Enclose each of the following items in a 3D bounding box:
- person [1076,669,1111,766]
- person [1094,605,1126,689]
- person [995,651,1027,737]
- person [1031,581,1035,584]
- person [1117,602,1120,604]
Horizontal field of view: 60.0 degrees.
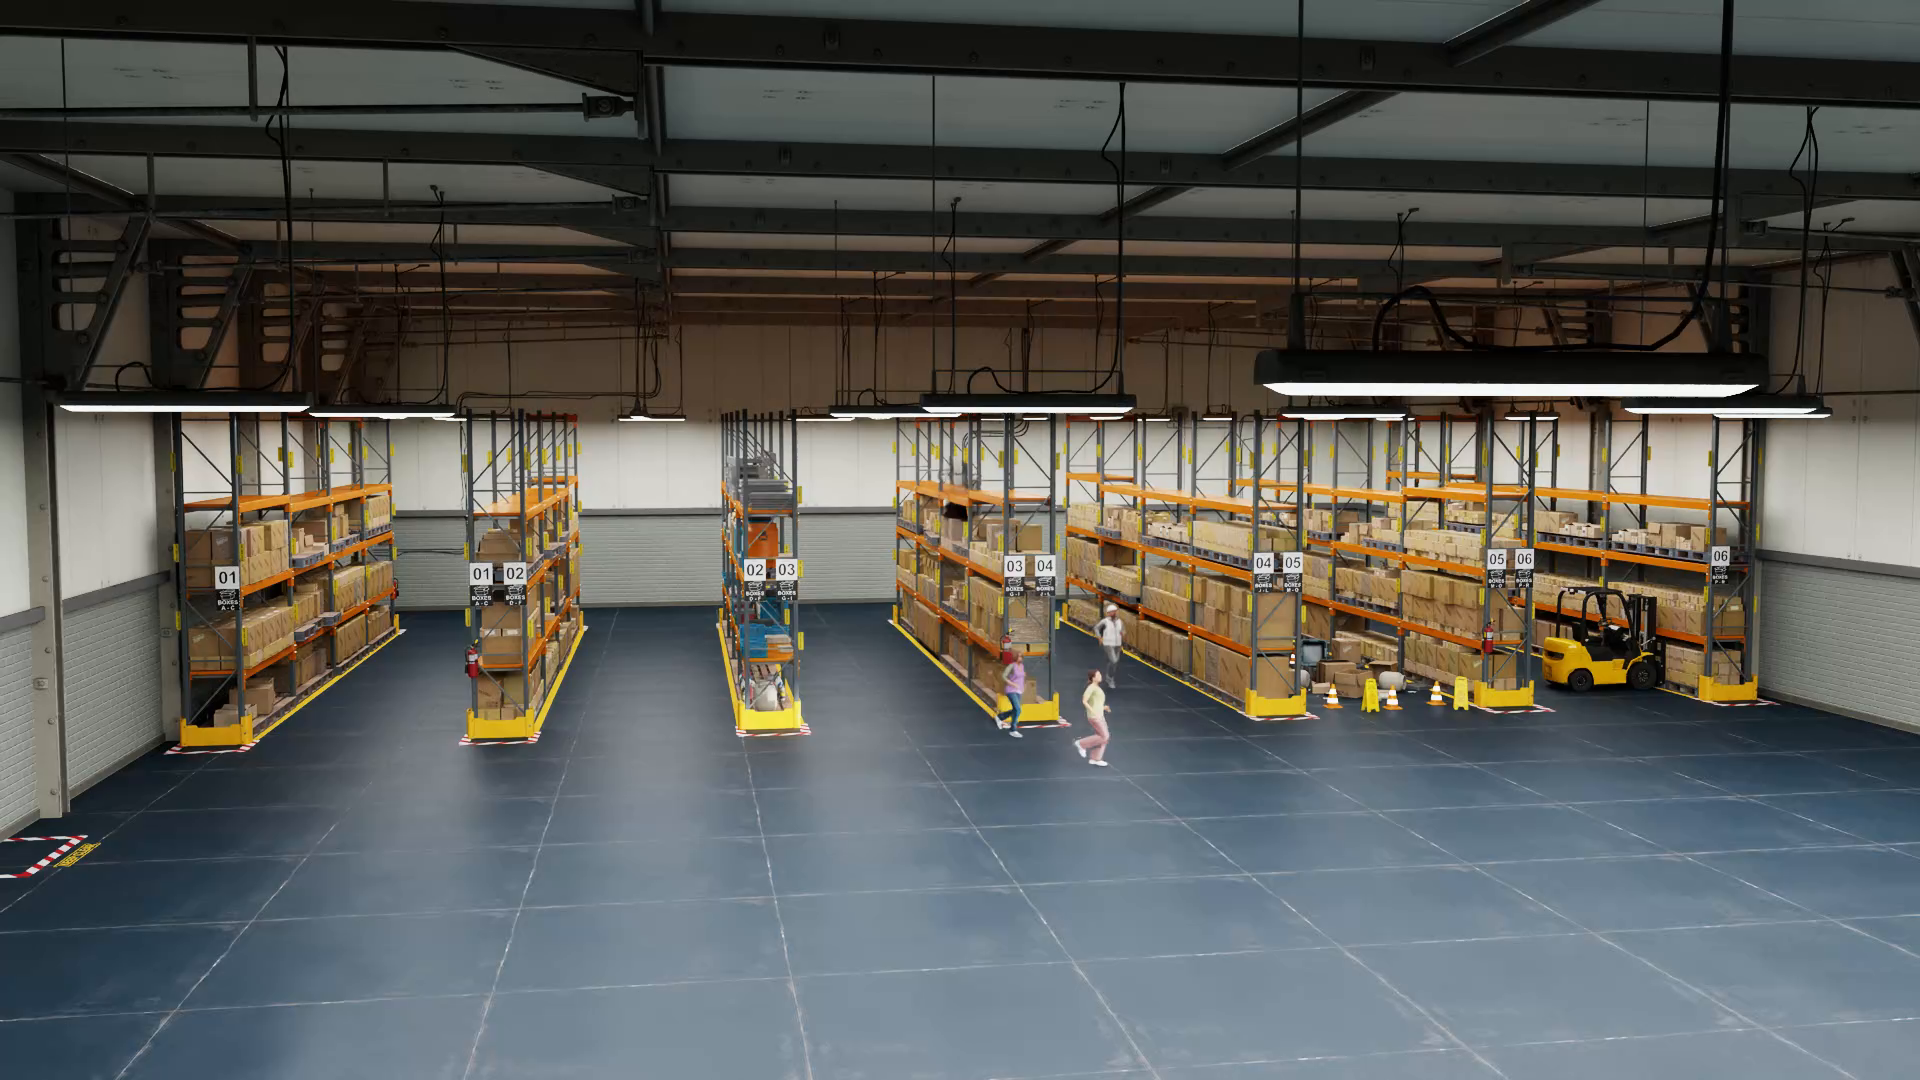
[{"bbox_3d":[2.241,2.971,27.932,0.561,1.629,0.582,1,4,18],"label":"person"},{"bbox_3d":[3.314,2.320,36.198,0.625,1.827,0.748,-2,5,-28],"label":"person"},{"bbox_3d":[0.959,2.825,30.716,0.629,1.562,0.580,3,5,39],"label":"person"},{"bbox_3d":[2.056,1.699,46.790,0.523,1.562,0.518,0,4,-3],"label":"person"},{"bbox_3d":[4.704,1.480,49.455,0.517,1.589,0.709,4,6,44],"label":"person"}]
